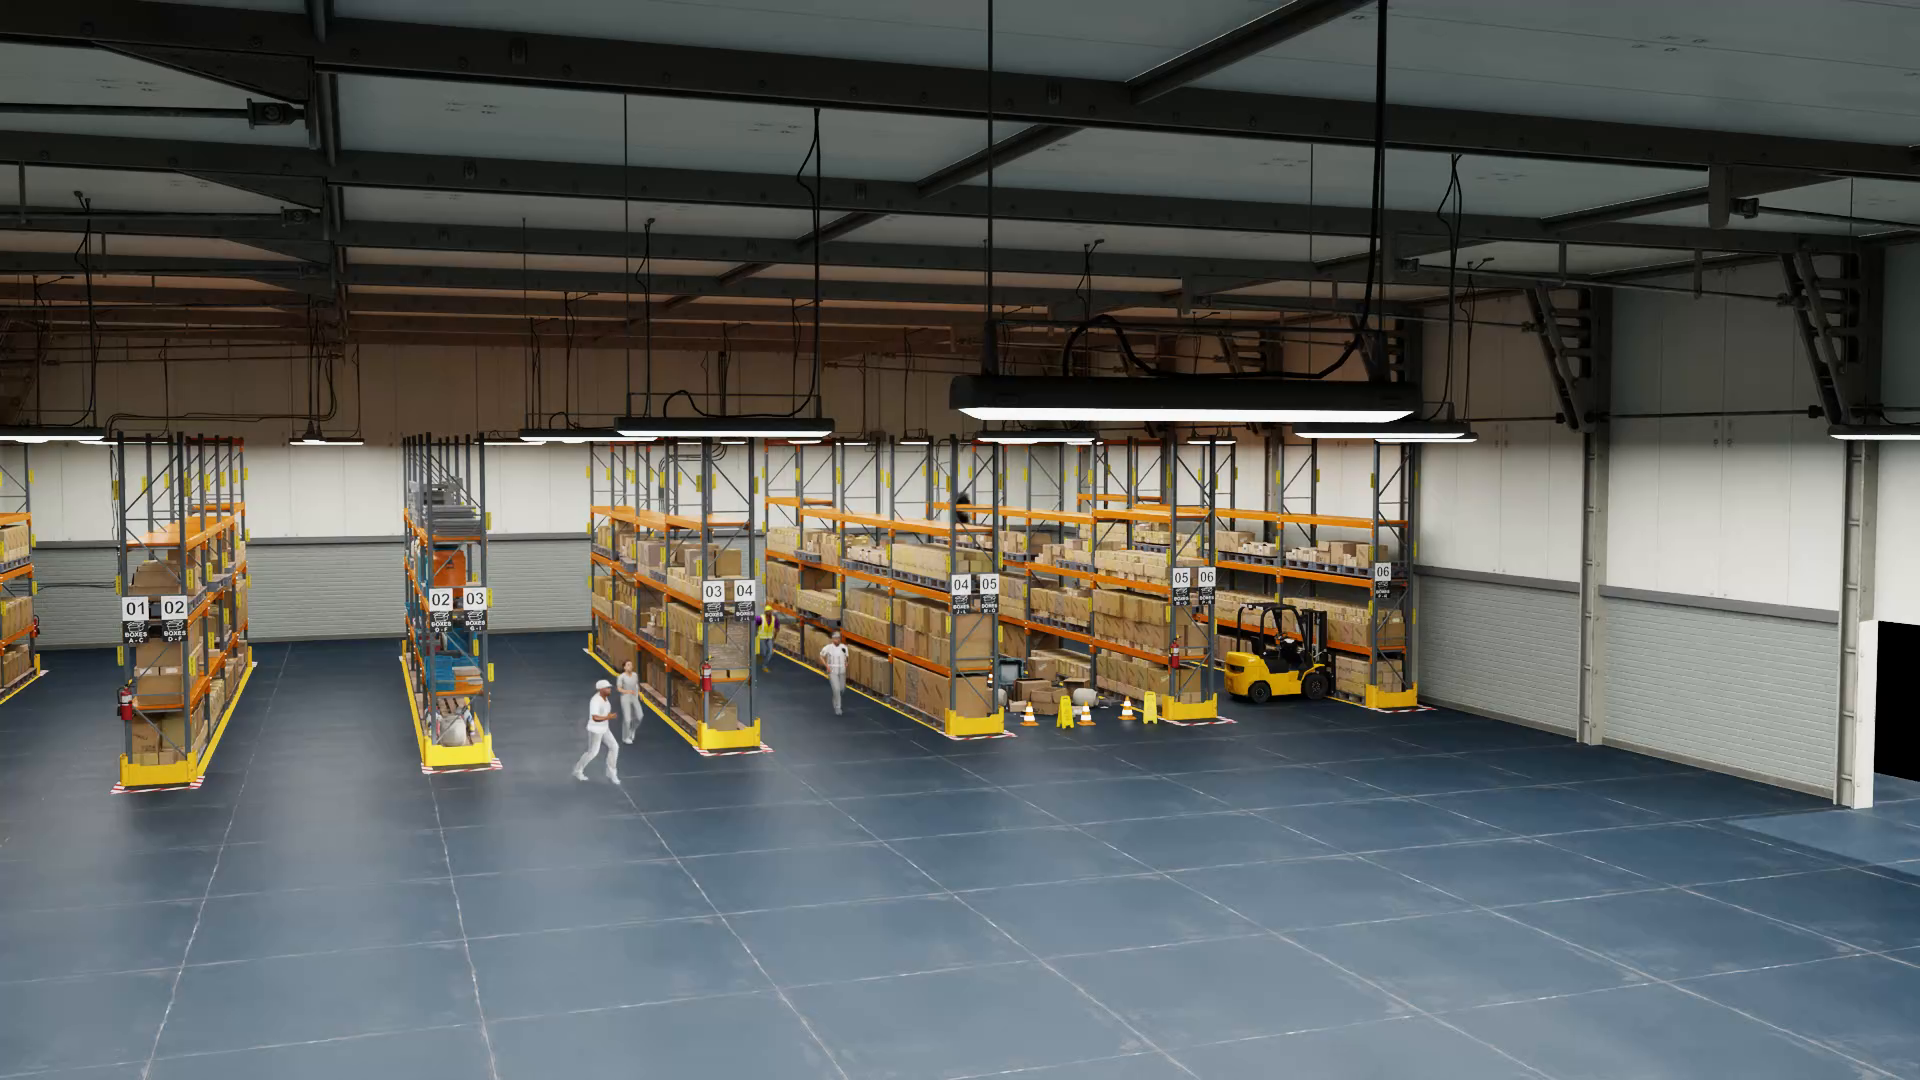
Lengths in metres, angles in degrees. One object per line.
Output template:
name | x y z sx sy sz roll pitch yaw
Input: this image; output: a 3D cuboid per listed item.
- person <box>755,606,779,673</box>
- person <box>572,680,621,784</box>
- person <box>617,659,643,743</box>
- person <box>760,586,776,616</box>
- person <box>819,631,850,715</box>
person | -4.979 2.528 42.556 0.740 1.717 0.699 -1 3 -25
person | -6.204 3.280 28.330 0.858 1.809 0.728 0 3 7
person | -6.356 3.117 32.126 0.549 1.633 0.577 -3 4 -39
person | -5.704 2.121 49.670 0.588 1.679 0.764 -1 3 -19
person | -2.694 2.849 35.972 0.670 1.780 0.781 -2 4 -27
